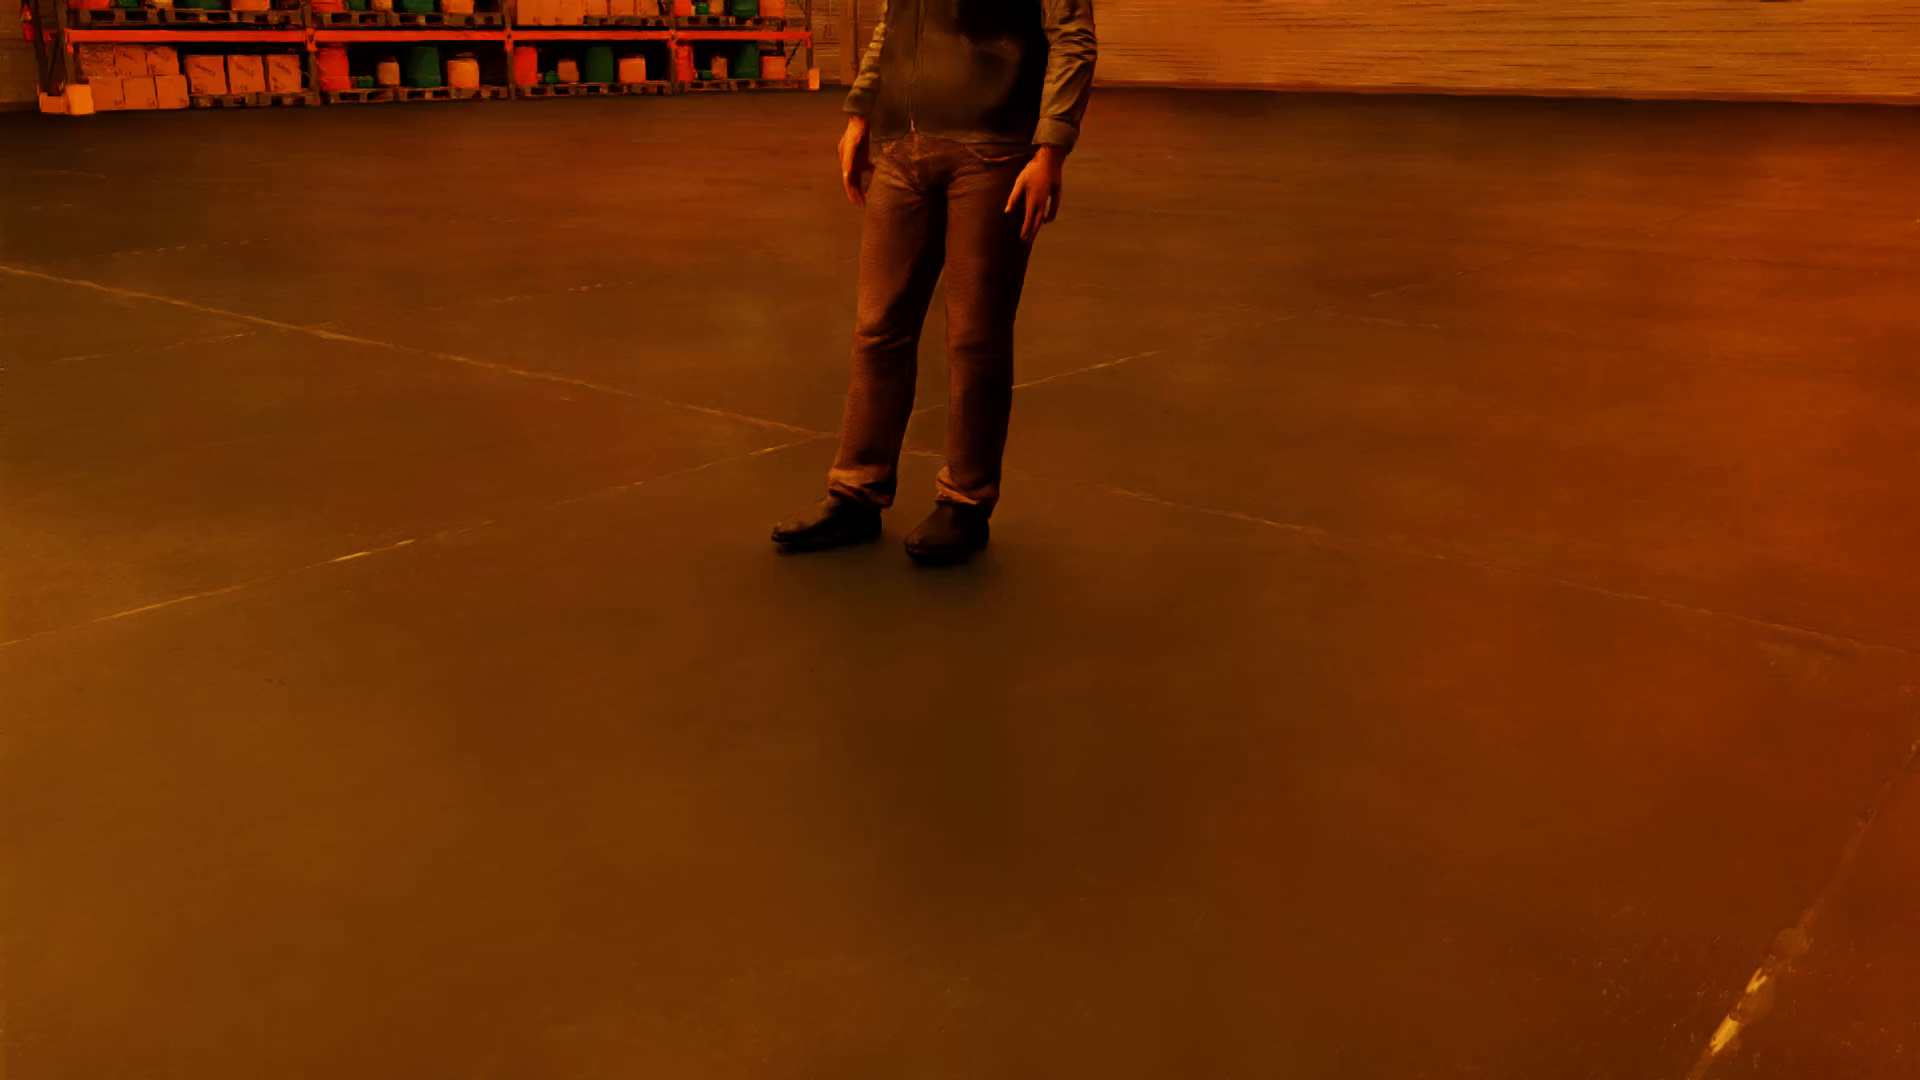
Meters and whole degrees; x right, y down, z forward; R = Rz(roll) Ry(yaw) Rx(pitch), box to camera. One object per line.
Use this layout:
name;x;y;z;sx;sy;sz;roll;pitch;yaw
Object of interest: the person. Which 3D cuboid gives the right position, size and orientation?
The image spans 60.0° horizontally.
person;-0.046;-0.818;3.649;0.632;1.720;0.567;13;21;37
